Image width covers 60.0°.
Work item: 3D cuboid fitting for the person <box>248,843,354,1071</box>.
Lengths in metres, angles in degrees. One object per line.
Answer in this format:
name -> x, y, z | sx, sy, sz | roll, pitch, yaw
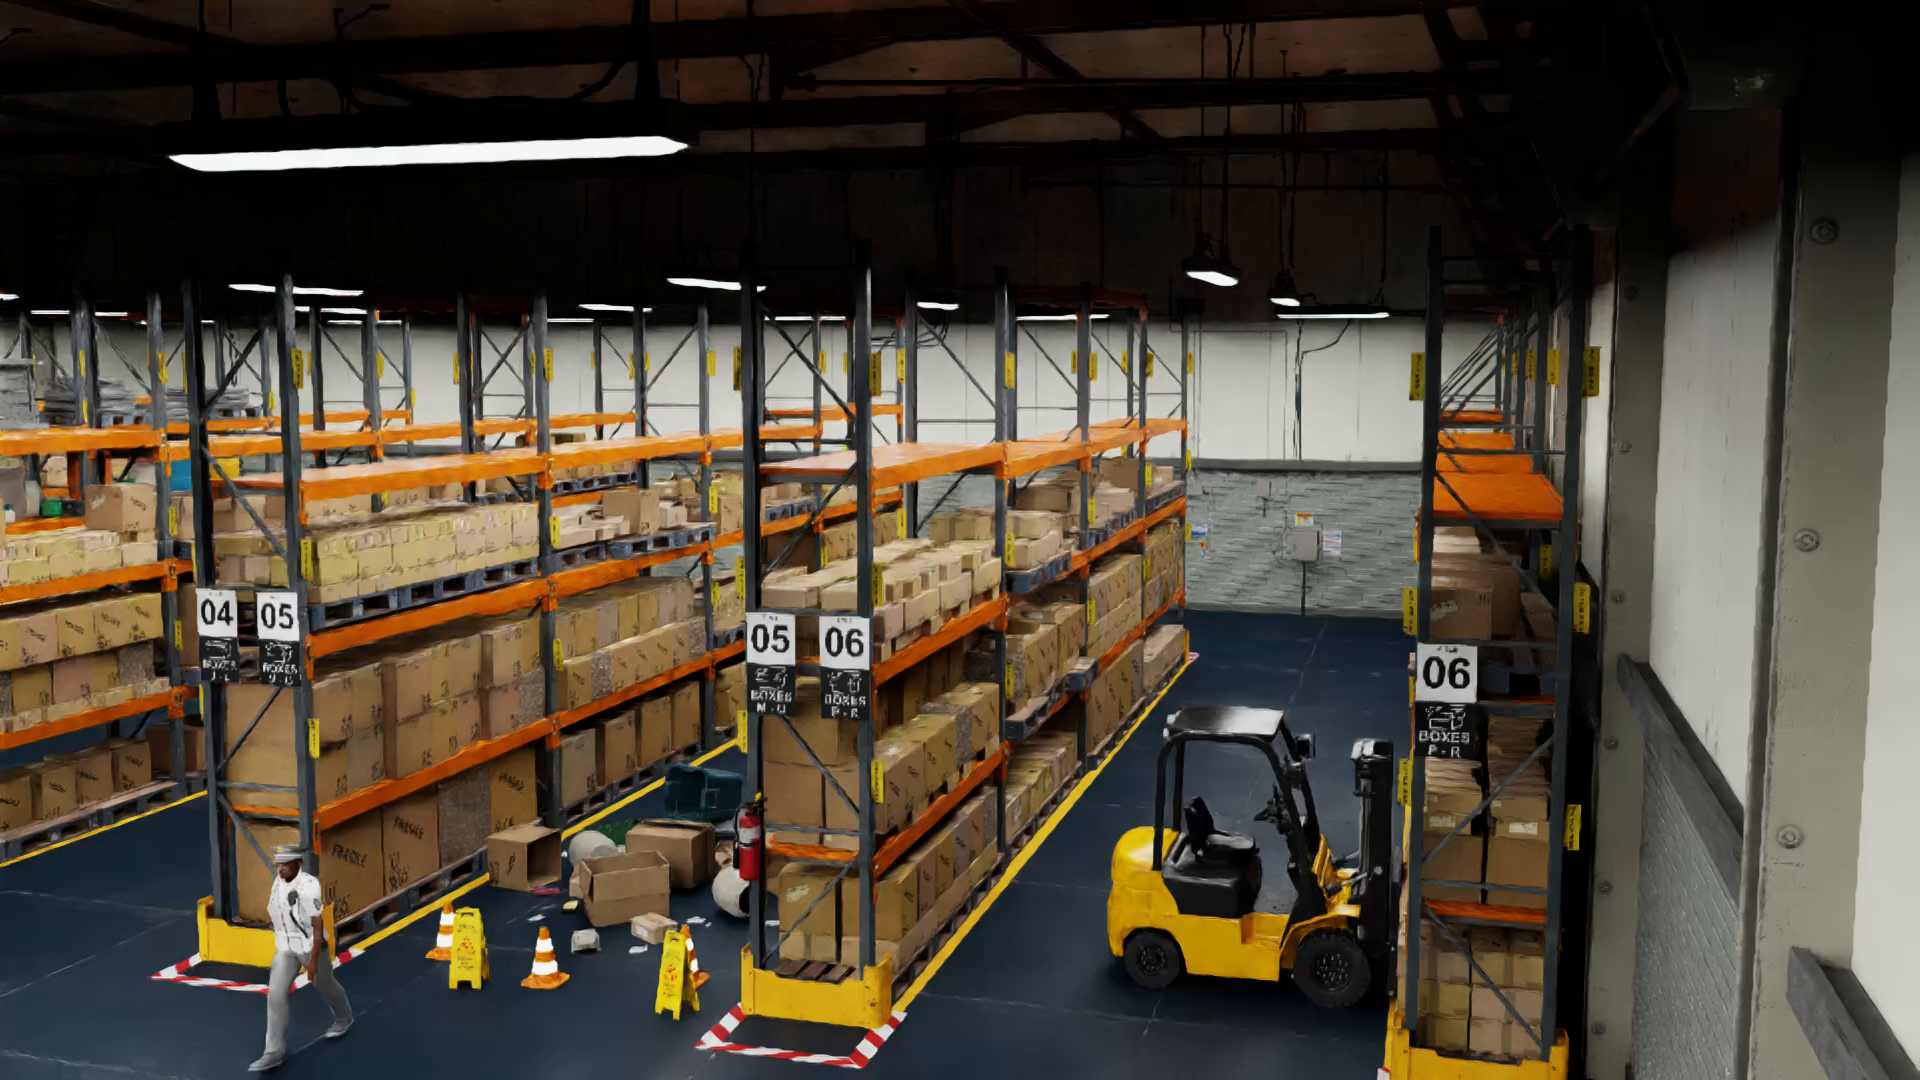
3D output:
person -> -4.845, 2.990, 12.227 | 0.447, 1.623, 0.999 | 2, 7, 15
